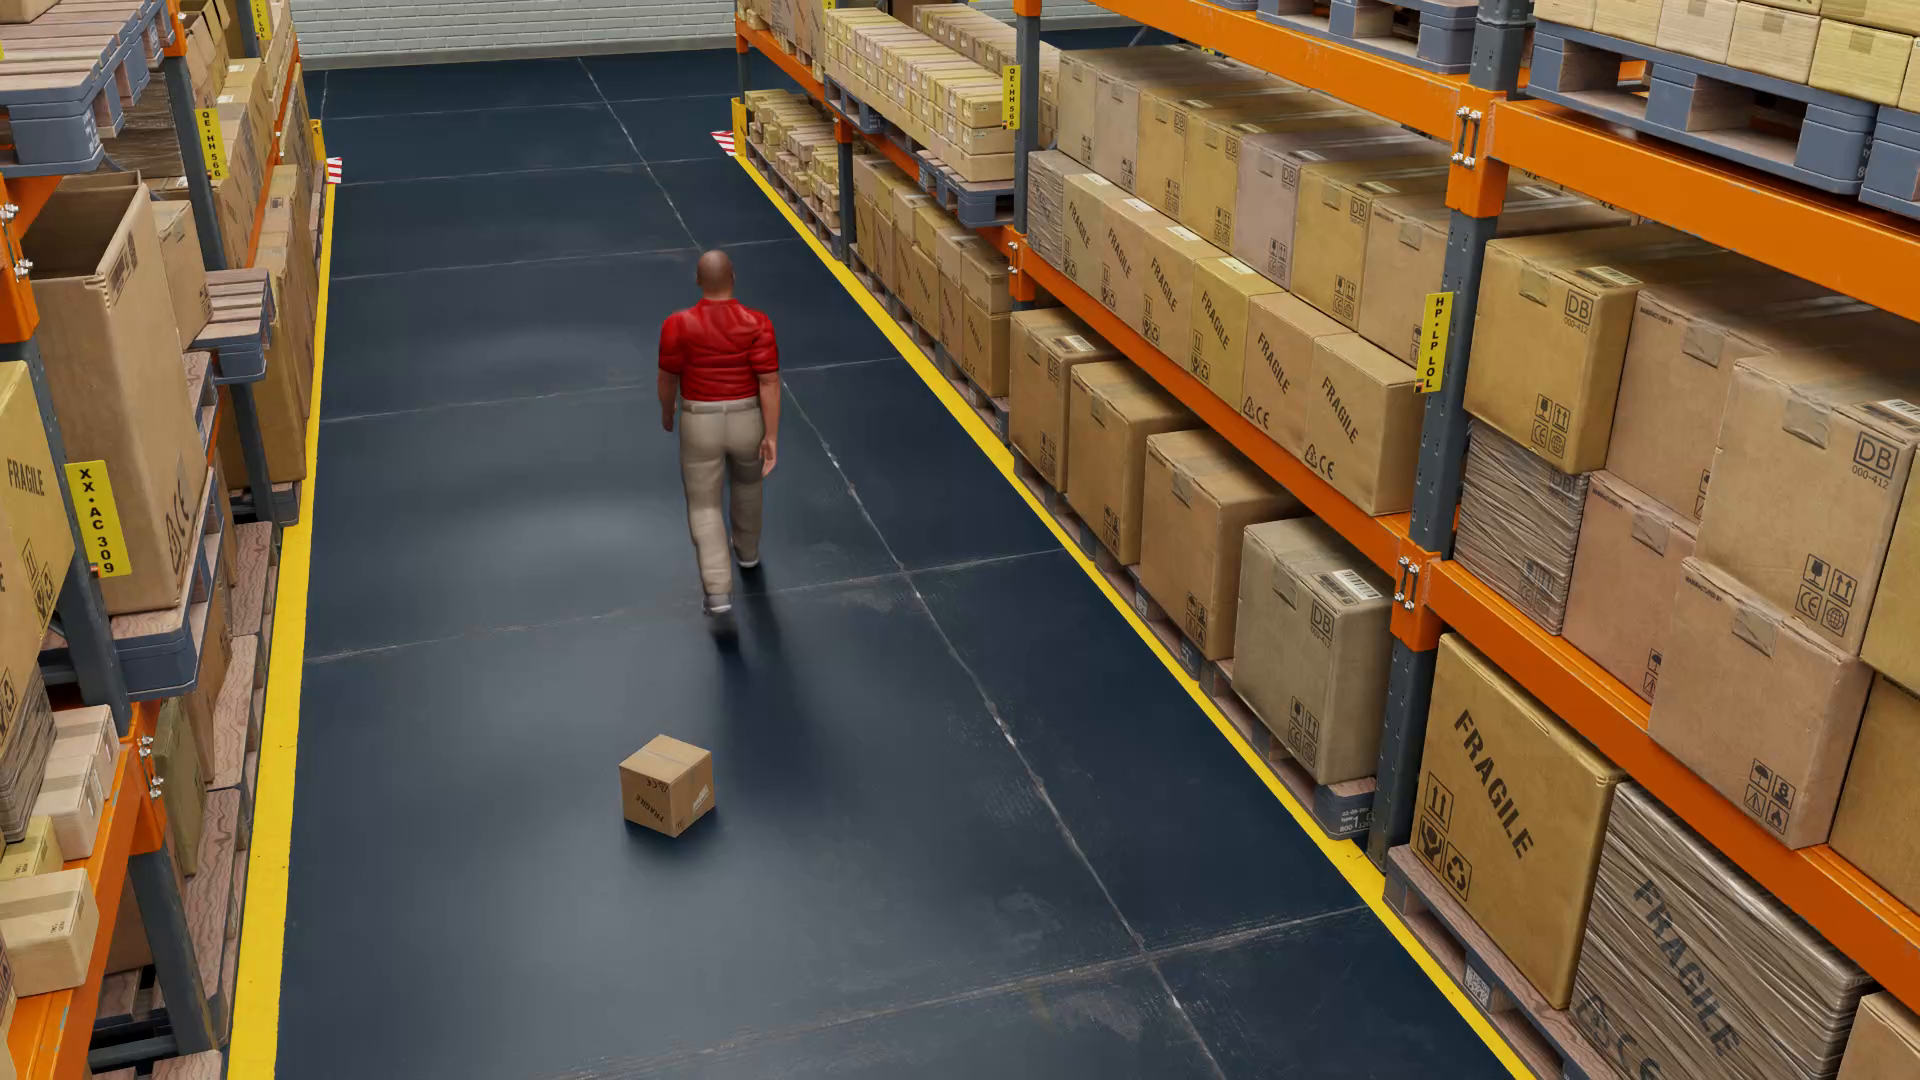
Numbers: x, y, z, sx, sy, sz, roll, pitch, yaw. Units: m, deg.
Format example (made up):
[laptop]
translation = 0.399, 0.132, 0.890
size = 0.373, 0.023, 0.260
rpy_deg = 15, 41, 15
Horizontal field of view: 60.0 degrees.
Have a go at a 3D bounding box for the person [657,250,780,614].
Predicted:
[person]
translation = -1.104, -0.524, 7.685
size = 0.541, 1.673, 1.021
rpy_deg = -6, 27, -13
